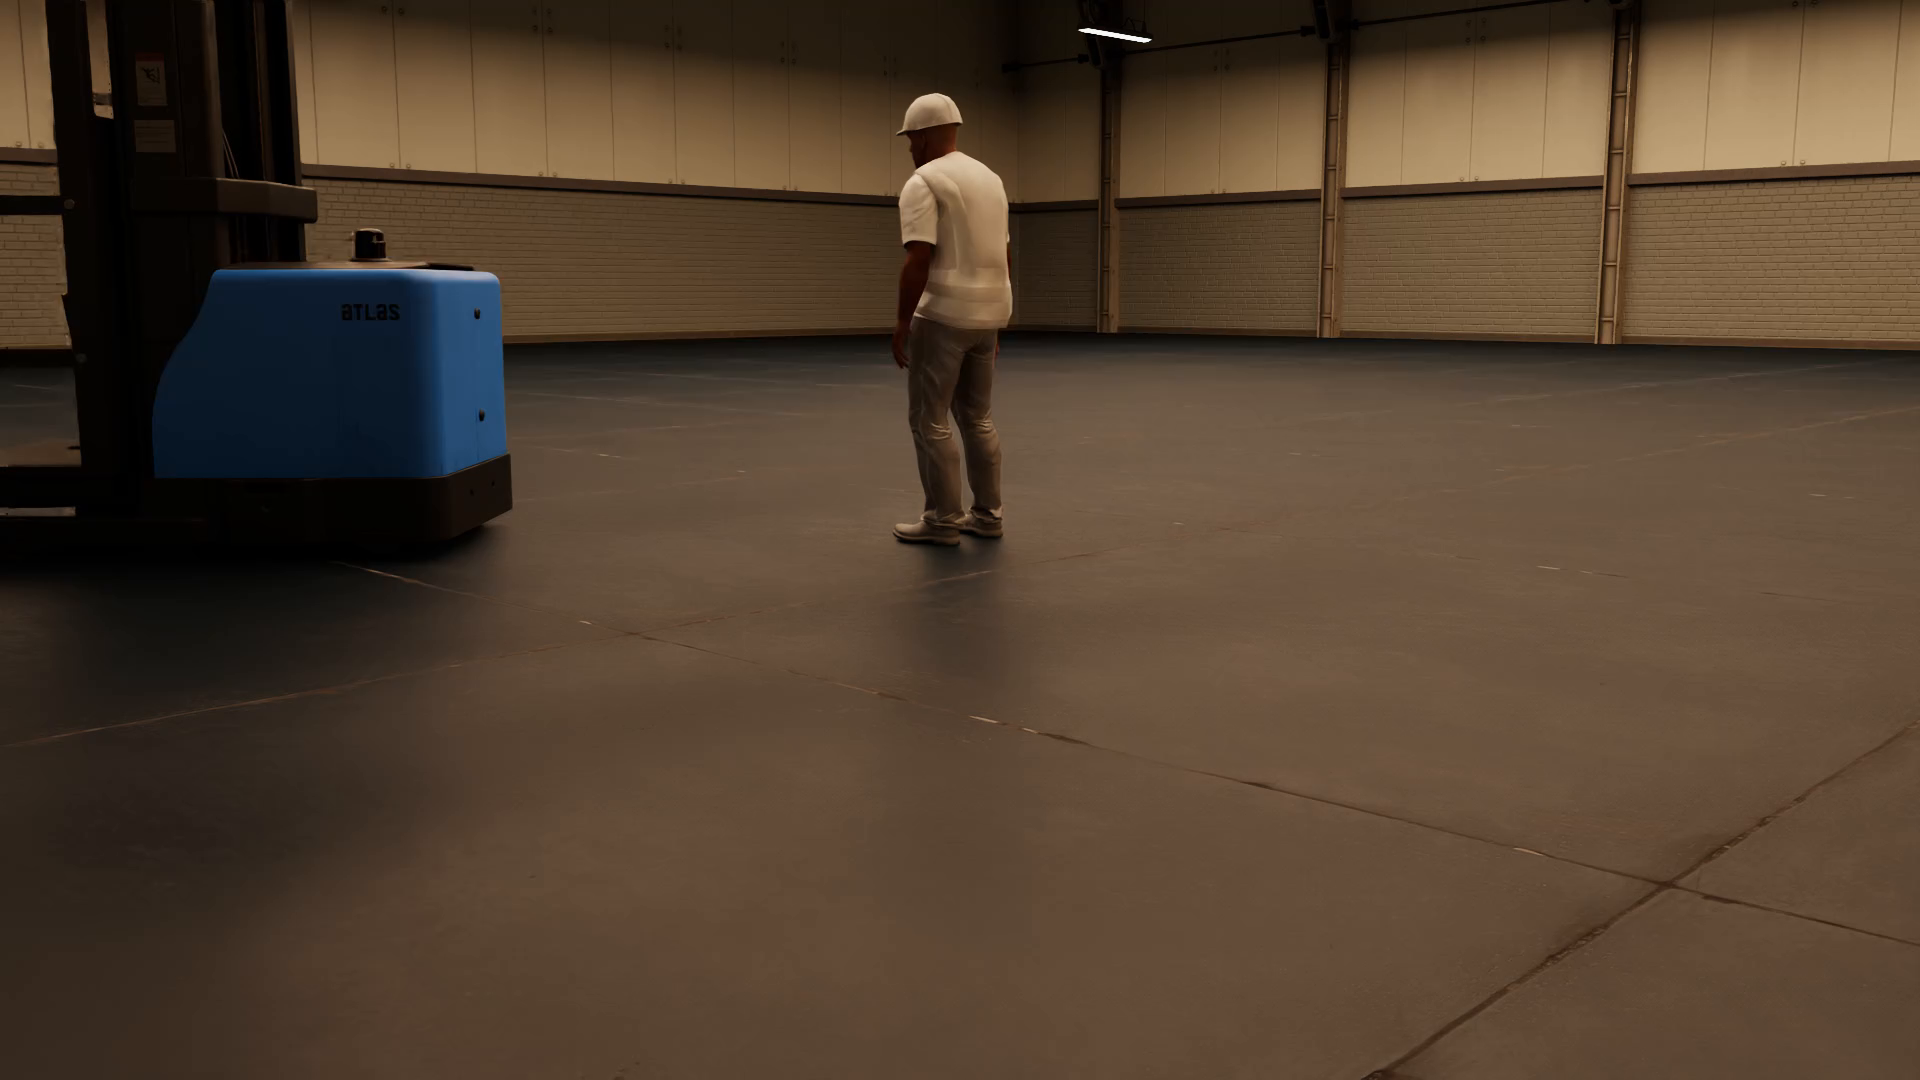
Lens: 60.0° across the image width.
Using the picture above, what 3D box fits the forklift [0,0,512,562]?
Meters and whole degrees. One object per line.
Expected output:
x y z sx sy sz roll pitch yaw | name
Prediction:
-3.429 -1.446 6.479 3.031 2.935 1.130 0 9 0 | forklift

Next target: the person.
-0.042 -0.870 6.600 0.460 1.759 0.629 7 11 40 | person
